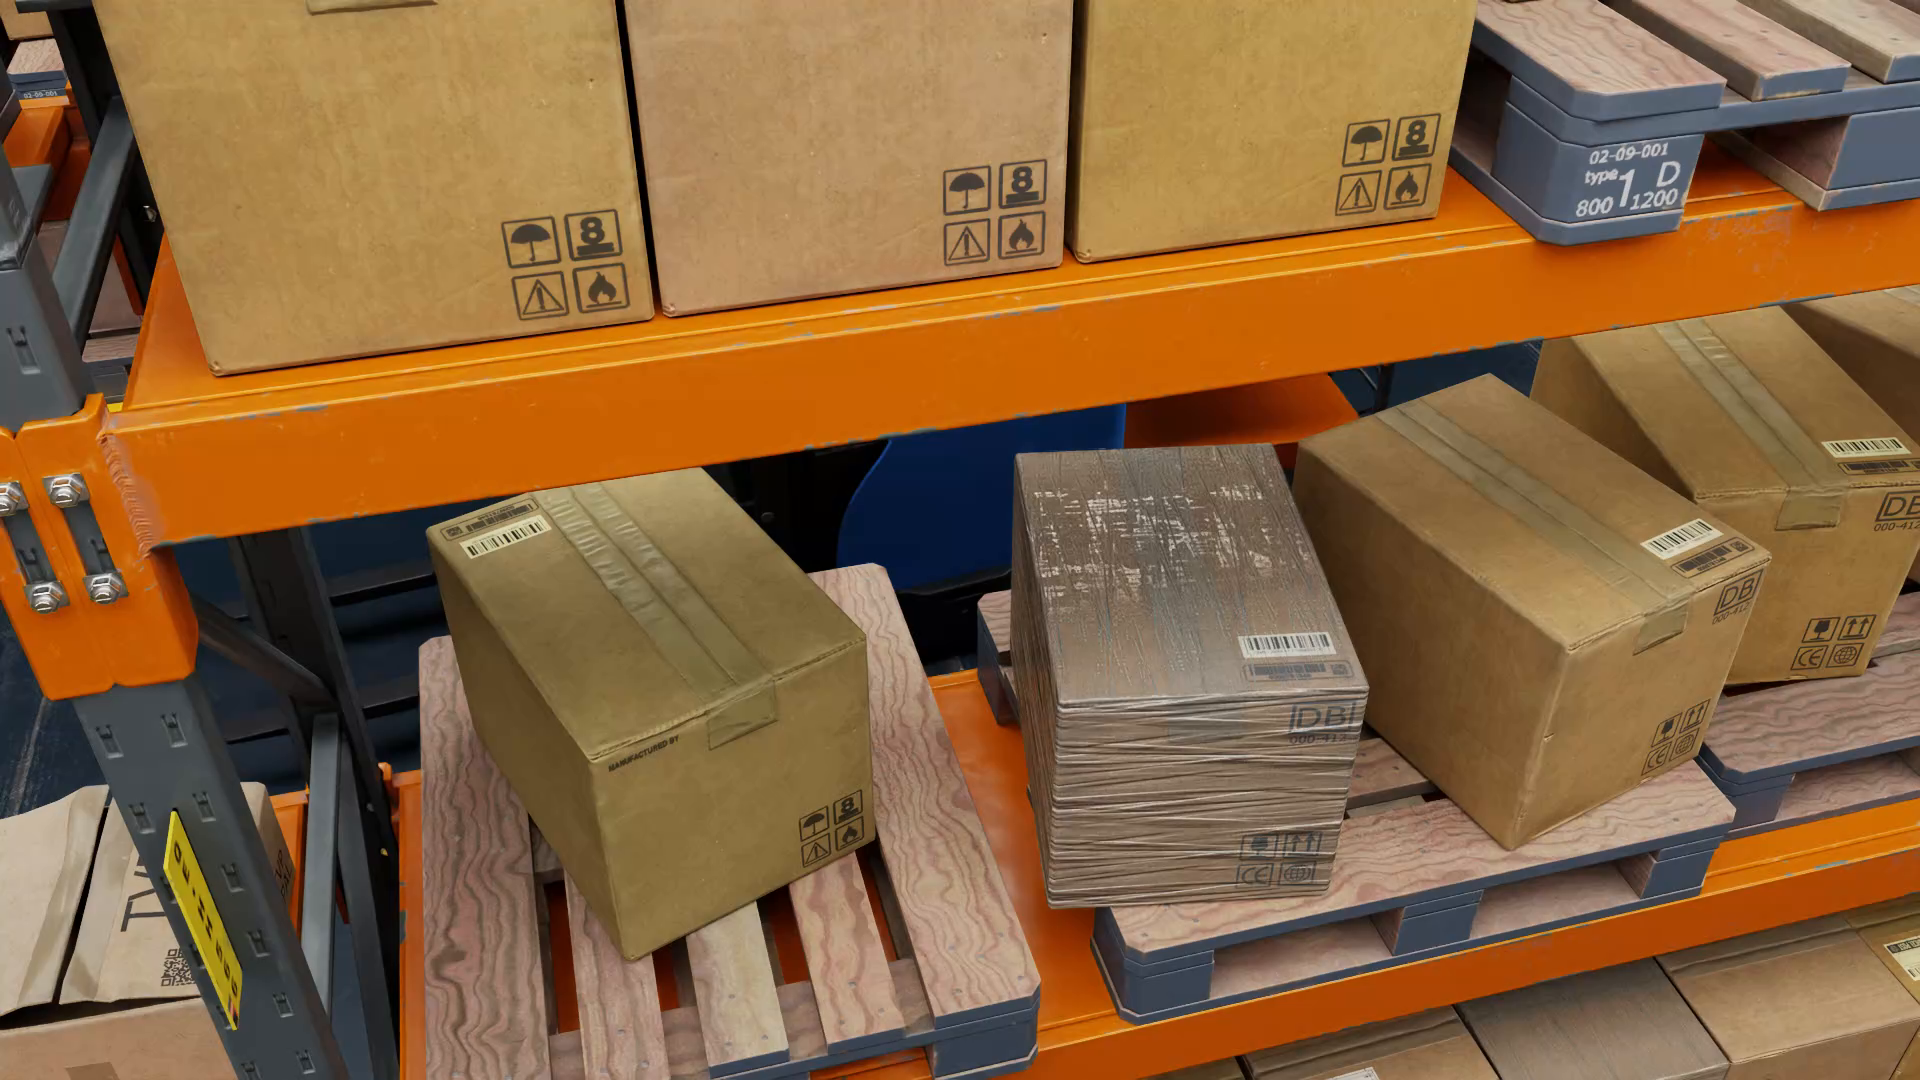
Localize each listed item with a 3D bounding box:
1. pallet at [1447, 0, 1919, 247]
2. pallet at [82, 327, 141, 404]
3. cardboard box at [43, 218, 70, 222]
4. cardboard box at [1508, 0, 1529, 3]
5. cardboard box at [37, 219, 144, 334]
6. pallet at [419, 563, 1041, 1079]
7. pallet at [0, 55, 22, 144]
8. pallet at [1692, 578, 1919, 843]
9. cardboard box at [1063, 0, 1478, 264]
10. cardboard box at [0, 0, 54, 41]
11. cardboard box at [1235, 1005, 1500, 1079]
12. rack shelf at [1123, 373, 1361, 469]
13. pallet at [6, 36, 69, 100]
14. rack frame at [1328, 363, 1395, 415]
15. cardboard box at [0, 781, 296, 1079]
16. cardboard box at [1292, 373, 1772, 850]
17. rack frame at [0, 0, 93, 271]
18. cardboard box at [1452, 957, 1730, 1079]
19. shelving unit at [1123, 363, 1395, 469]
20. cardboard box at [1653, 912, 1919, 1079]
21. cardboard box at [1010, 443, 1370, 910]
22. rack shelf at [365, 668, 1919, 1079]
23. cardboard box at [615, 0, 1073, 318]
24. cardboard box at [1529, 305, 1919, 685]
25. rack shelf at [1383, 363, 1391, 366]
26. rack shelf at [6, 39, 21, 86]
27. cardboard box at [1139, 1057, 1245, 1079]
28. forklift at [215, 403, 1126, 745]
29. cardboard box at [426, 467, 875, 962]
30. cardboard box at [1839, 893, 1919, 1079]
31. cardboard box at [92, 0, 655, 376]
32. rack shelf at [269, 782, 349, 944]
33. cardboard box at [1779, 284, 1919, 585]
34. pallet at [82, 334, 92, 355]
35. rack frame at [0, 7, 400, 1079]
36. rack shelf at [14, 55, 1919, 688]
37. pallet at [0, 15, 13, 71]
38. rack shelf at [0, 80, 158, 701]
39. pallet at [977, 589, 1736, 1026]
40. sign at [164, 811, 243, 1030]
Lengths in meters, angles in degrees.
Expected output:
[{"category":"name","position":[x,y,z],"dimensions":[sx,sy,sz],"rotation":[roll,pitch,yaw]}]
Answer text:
[{"category":"pallet","position":[1.080,-0.886,2.625],"dimensions":[1.003,0.211,1.213],"rotation":[-9,38,-12]},{"category":"pallet","position":[-3.184,-1.038,7.434],"dimensions":[1.213,0.211,1.003],"rotation":[-9,38,-12]},{"category":"cardboard box","position":[-3.677,-1.550,6.886],"dimensions":[0.500,0.250,0.500],"rotation":[-9,38,-11]},{"category":"cardboard box","position":[0.935,-1.186,2.352],"dimensions":[0.600,0.600,0.600],"rotation":[-11,39,-14]},{"category":"cardboard box","position":[-3.638,-1.293,7.166],"dimensions":[0.500,0.500,0.700],"rotation":[-9,38,-12]},{"category":"pallet","position":[-0.498,0.564,3.202],"dimensions":[1.003,0.211,1.213],"rotation":[-9,38,-12]},{"category":"pallet","position":[-1.766,-0.320,1.886],"dimensions":[1.003,0.211,1.213],"rotation":[-8,38,-10]},{"category":"pallet","position":[1.928,0.141,3.754],"dimensions":[1.213,0.211,1.003],"rotation":[-9,38,-12]},{"category":"cardboard box","position":[0.273,-0.847,2.337],"dimensions":[0.500,0.500,0.910],"rotation":[-9,38,-12]},{"category":"cardboard box","position":[-3.413,-2.299,6.342],"dimensions":[0.500,0.500,0.700],"rotation":[-13,39,-16]},{"category":"cardboard box","position":[0.872,1.301,3.775],"dimensions":[0.500,0.500,0.500],"rotation":[-11,39,-13]},{"category":"rack shelf","position":[0.976,-0.386,6.231],"dimensions":[1.000,0.278,0.538],"rotation":[-8,38,-10]},{"category":"pallet","position":[-3.089,-2.017,6.576],"dimensions":[1.003,0.211,1.213],"rotation":[-9,38,-12]},{"category":"rack frame","position":[1.472,-0.646,6.169],"dimensions":[0.032,1.125,0.500],"rotation":[-8,38,-10]},{"category":"cardboard box","position":[-1.496,0.704,2.935],"dimensions":[0.500,0.311,0.500],"rotation":[-7,38,-9]},{"category":"cardboard box","position":[1.038,0.112,3.207],"dimensions":[0.500,0.500,0.700],"rotation":[-19,41,-23]},{"category":"rack frame","position":[-1.134,-1.747,1.127],"dimensions":[0.127,3.000,1.000],"rotation":[-9,38,-12]},{"category":"cardboard box","position":[1.363,1.220,3.882],"dimensions":[0.500,0.500,0.500],"rotation":[-9,38,-11]},{"category":"shelving unit","position":[0.976,-0.580,6.082],"dimensions":[1.048,1.125,0.538],"rotation":[-8,38,-10]},{"category":"cardboard box","position":[1.847,1.140,3.986],"dimensions":[0.500,0.500,0.500],"rotation":[-9,38,-12]},{"category":"cardboard box","position":[0.378,0.231,3.051],"dimensions":[0.500,0.500,0.700],"rotation":[-3,37,-3]},{"category":"rack shelf","position":[0.797,0.605,3.582],"dimensions":[4.000,0.370,1.077],"rotation":[-9,38,-12]},{"category":"cardboard box","position":[-0.229,-0.765,2.230],"dimensions":[0.500,0.500,0.910],"rotation":[-9,38,-12]},{"category":"cardboard box","position":[1.565,-0.114,3.502],"dimensions":[0.500,0.500,0.700],"rotation":[-4,38,-5]},{"category":"rack shelf","position":[0.976,-0.812,5.904],"dimensions":[1.000,0.278,0.538],"rotation":[-8,38,-10]},{"category":"rack shelf","position":[-4.360,-1.666,6.552],"dimensions":[4.000,0.370,1.077],"rotation":[-9,38,-12]},{"category":"cardboard box","position":[0.370,1.387,3.663],"dimensions":[0.500,0.500,0.500],"rotation":[-10,38,-13]},{"category":"forklift","position":[-1.006,-0.891,5.002],"dimensions":[3.031,2.935,1.130],"rotation":[-13,39,-17]},{"category":"cardboard box","position":[-0.555,0.264,3.008],"dimensions":[0.500,0.500,0.700],"rotation":[-23,43,-27]},{"category":"cardboard box","position":[2.326,1.067,4.082],"dimensions":[0.500,0.500,0.500],"rotation":[-10,38,-12]},{"category":"cardboard box","position":[-0.721,-0.684,2.124],"dimensions":[0.500,0.500,0.910],"rotation":[-9,38,-12]},{"category":"rack shelf","position":[-3.065,1.239,2.754],"dimensions":[4.000,0.370,1.077],"rotation":[-9,38,-12]},{"category":"cardboard box","position":[2.212,-0.260,3.693],"dimensions":[0.500,0.500,0.700],"rotation":[-23,43,-27]},{"category":"pallet","position":[-4.359,-0.847,7.184],"dimensions":[1.213,0.211,1.003],"rotation":[-9,38,-12]},{"category":"rack frame","position":[-1.134,0.636,2.949],"dimensions":[0.127,3.000,1.000],"rotation":[-9,38,-12]},{"category":"rack shelf","position":[0.797,-0.586,2.671],"dimensions":[4.000,0.370,1.077],"rotation":[-9,38,-12]},{"category":"pallet","position":[-4.329,-1.855,6.364],"dimensions":[1.213,0.211,1.003],"rotation":[-9,38,-12]},{"category":"rack shelf","position":[-3.065,0.047,1.843],"dimensions":[4.000,0.370,1.077],"rotation":[-9,38,-12]},{"category":"pallet","position":[0.742,0.402,3.414],"dimensions":[1.213,0.211,1.003],"rotation":[-9,38,-12]},{"category":"sign","position":[-0.986,0.501,2.173],"dimensions":[0.005,0.325,0.100],"rotation":[-9,38,-12]}]
